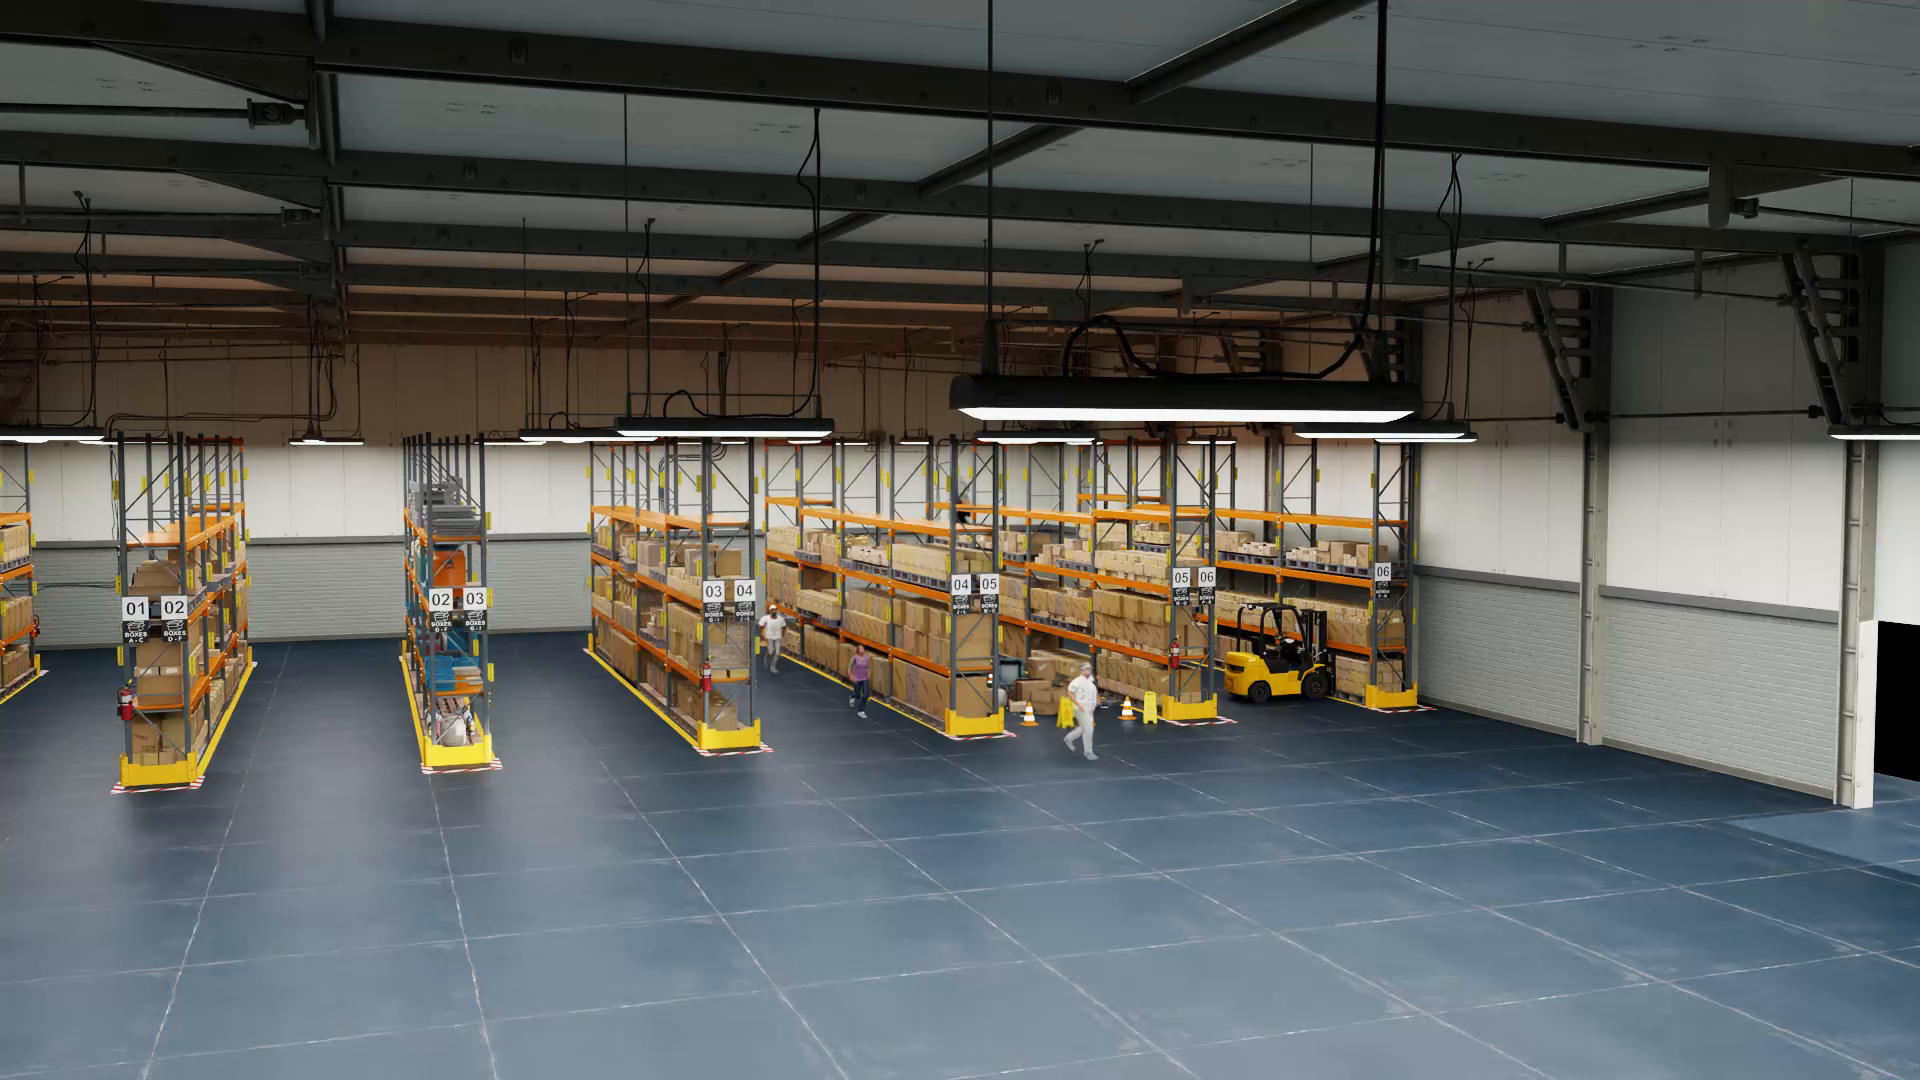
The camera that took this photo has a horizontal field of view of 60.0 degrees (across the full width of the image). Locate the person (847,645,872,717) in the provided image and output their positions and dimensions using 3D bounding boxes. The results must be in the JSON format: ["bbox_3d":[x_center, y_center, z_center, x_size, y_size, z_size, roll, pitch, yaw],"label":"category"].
[{"bbox_3d":[-2.136,2.992,35.490,0.543,1.535,0.574,-1,3,-22],"label":"person"}]

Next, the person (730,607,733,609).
[{"bbox_3d":[-6.788,2.223,48.619,0.640,1.597,0.937,2,4,26],"label":"person"}]

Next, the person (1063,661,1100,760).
[{"bbox_3d":[2.253,3.131,30.804,0.844,1.801,0.652,2,4,38],"label":"person"}]

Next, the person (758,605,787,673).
[{"bbox_3d":[-4.763,2.515,42.395,0.730,1.726,0.594,-1,3,-20],"label":"person"}]
